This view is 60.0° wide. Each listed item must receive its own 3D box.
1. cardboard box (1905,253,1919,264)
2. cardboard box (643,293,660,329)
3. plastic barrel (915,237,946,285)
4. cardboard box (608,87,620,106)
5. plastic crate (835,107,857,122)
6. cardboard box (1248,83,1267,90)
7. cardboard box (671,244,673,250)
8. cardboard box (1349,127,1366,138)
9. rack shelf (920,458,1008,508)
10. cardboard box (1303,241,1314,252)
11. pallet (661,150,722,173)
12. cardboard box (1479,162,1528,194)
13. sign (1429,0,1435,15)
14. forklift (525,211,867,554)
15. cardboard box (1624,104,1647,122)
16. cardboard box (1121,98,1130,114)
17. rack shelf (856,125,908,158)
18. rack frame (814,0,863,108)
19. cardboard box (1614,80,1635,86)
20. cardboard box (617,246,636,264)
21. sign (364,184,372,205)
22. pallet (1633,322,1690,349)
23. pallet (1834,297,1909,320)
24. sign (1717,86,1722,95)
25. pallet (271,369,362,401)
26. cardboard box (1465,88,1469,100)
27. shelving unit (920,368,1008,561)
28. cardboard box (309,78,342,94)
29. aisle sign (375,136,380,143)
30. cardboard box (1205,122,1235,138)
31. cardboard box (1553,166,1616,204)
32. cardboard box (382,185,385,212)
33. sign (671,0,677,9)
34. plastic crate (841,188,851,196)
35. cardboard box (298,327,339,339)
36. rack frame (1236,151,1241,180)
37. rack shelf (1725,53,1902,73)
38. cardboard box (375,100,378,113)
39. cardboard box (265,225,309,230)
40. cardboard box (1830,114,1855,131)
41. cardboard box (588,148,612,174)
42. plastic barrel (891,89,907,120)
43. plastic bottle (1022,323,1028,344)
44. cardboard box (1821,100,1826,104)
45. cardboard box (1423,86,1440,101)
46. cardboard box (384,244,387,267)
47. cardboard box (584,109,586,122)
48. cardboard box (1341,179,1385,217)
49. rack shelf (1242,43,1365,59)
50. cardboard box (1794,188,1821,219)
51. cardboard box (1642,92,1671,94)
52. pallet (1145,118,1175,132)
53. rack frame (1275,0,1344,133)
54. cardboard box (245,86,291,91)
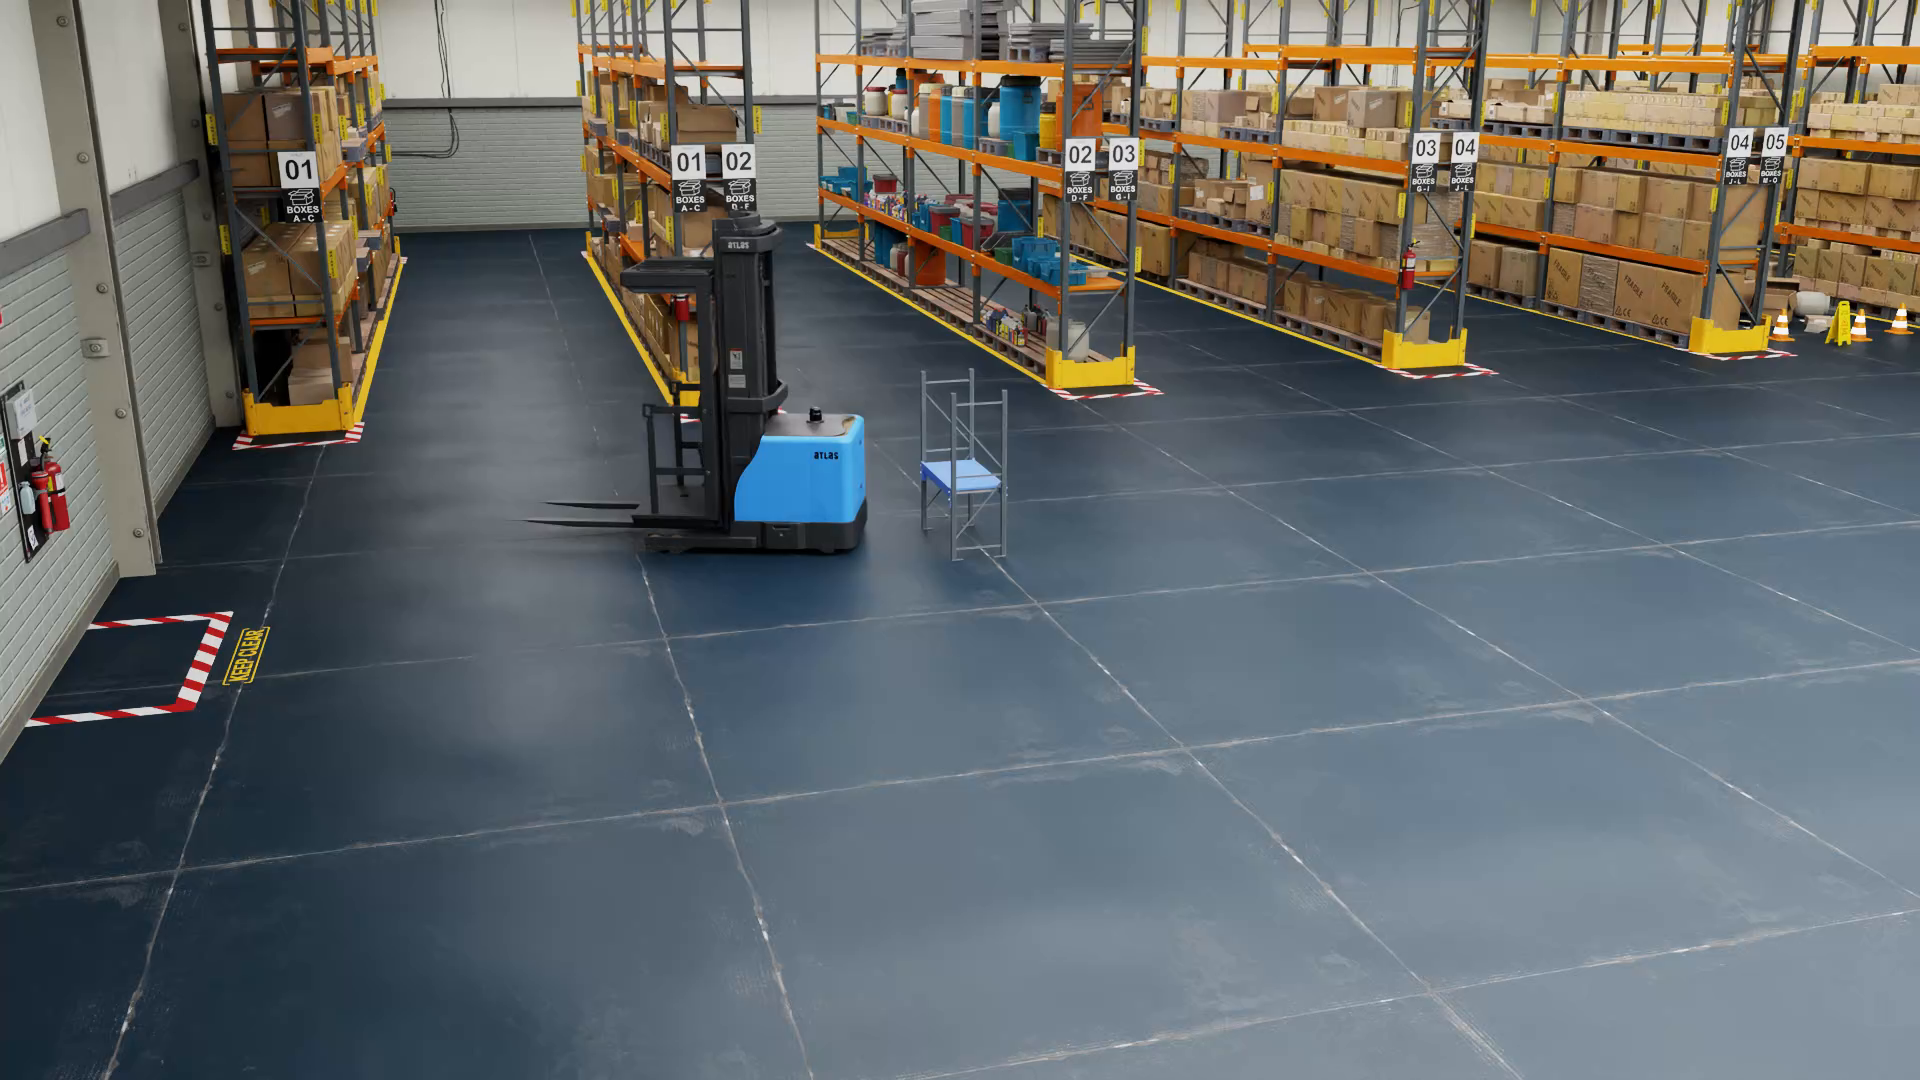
[{"bbox_3d":[15.449,-4.525,26.718,0.380,0.149,0.250,-4,17,-14],"label":"cardboard box"},{"bbox_3d":[-4.242,-3.305,23.784,0.500,0.500,0.500,-5,17,-15],"label":"cardboard box"},{"bbox_3d":[-0.555,-5.007,29.748,0.600,0.830,0.708,-5,17,-15],"label":"plastic barrel"},{"bbox_3d":[-5.830,-7.647,29.201,0.600,0.600,0.600,-5,18,-17],"label":"cardboard box"},{"bbox_3d":[-2.291,-8.667,33.880,0.437,0.282,0.530,-5,17,-15],"label":"plastic crate"},{"bbox_3d":[6.826,-10.368,38.035,0.380,0.149,0.250,-5,17,-16],"label":"cardboard box"},{"bbox_3d":[-3.541,-3.843,21.527,0.380,0.149,0.250,-4,17,-14],"label":"cardboard box"},{"bbox_3d":[5.830,-5.858,23.893,0.380,0.149,0.250,-6,18,-18],"label":"cardboard box"},{"bbox_3d":[0.023,-0.522,15.007,0.538,0.185,1.000,-5,17,-15],"label":"rack shelf"},{"bbox_3d":[5.486,-4.515,25.504,0.380,0.149,0.250,-5,17,-15],"label":"cardboard box"},{"bbox_3d":[-3.139,-4.700,20.622,1.003,0.211,1.213,-5,17,-15],"label":"pallet"},{"bbox_3d":[9.693,-6.446,29.584,0.700,0.500,0.500,-5,17,-16],"label":"cardboard box"},{"bbox_3d":[8.636,-9.780,30.405,0.100,0.325,0.005,-5,17,-15],"label":"sign"},{"bbox_3d":[-2.412,-1.432,14.923,3.031,2.935,1.130,1,17,4],"label":"forklift"},{"bbox_3d":[10.538,-6.541,25.436,0.500,0.250,0.500,-5,17,-15],"label":"cardboard box"},{"bbox_3d":[3.474,-8.494,32.524,0.500,0.311,0.500,-5,18,-17],"label":"cardboard box"},{"bbox_3d":[-0.954,-7.357,30.563,1.077,0.370,4.000,-5,17,-15],"label":"rack shelf"},{"bbox_3d":[-2.603,-10.797,35.553,1.000,3.000,0.127,-5,17,-15],"label":"rack frame"},{"bbox_3d":[16.340,-11.097,40.639,0.500,0.250,0.500,-5,17,-16],"label":"cardboard box"},{"bbox_3d":[-5.670,-4.949,28.788,0.500,0.250,0.500,-4,17,-13],"label":"cardboard box"},{"bbox_3d":[-9.411,-5.490,26.439,0.100,0.325,0.005,-5,17,-15],"label":"sign"},{"bbox_3d":[11.058,-3.134,25.316,1.003,0.211,1.213,-5,17,-15],"label":"pallet"},{"bbox_3d":[15.543,-3.924,27.945,1.003,0.211,1.213,-5,17,-15],"label":"pallet"},{"bbox_3d":[17.039,-10.026,37.299,0.100,0.325,0.005,-5,17,-15],"label":"sign"},{"bbox_3d":[-8.273,-1.965,21.425,1.003,0.211,1.213,-5,17,-15],"label":"pallet"},{"bbox_3d":[12.051,-10.324,38.443,0.500,0.311,0.500,-4,17,-14],"label":"cardboard box"},{"bbox_3d":[0.023,-0.695,14.956,0.538,1.500,1.048,-5,17,-15],"label":"shelving unit"},{"bbox_3d":[-10.747,-7.684,28.159,0.500,0.250,0.500,-5,18,-17],"label":"cardboard box"},{"bbox_3d":[-11.860,-8.430,33.580,0.394,0.787,0.004,-5,17,-15],"label":"aisle sign"},{"bbox_3d":[4.534,-7.034,28.500,0.500,0.250,0.500,-4,17,-14],"label":"cardboard box"},{"bbox_3d":[10.322,-5.845,27.357,0.875,0.550,0.550,-5,17,-15],"label":"cardboard box"},{"bbox_3d":[-11.358,-6.532,31.260,0.980,0.700,0.700,-5,17,-17],"label":"cardboard box"},{"bbox_3d":[-4.635,-8.762,26.879,0.100,0.325,0.005,-5,17,-15],"label":"sign"},{"bbox_3d":[-2.271,-7.178,34.287,0.293,0.136,0.466,-5,17,-15],"label":"plastic crate"},{"bbox_3d":[-8.507,-2.551,22.110,0.500,0.500,0.500,-6,18,-19],"label":"cardboard box"},{"bbox_3d":[6.956,-8.680,38.933,1.000,3.000,0.127,-5,17,-15],"label":"rack frame"},{"bbox_3d":[18.108,-10.170,35.411,1.077,0.370,4.000,-5,17,-15],"label":"rack shelf"},{"bbox_3d":[-11.240,-8.144,31.290,0.500,0.250,0.500,-5,17,-17],"label":"cardboard box"},{"bbox_3d":[-8.764,-3.829,21.705,0.500,0.500,0.500,-5,17,-16],"label":"cardboard box"},{"bbox_3d":[14.994,-7.002,27.876,0.500,0.250,0.500,-5,17,-16],"label":"cardboard box"},{"bbox_3d":[-7.214,-7.634,33.539,0.500,0.500,0.500,-4,17,-14],"label":"cardboard box"},{"bbox_3d":[-1.036,-7.893,30.131,0.433,0.535,0.433,0,17,0],"label":"plastic barrel"},{"bbox_3d":[0.927,-2.962,23.854,0.061,0.283,0.133,-5,17,-15],"label":"plastic bottle"},{"bbox_3d":[18.119,-9.128,34.777,0.380,0.149,0.250,-5,17,-15],"label":"cardboard box"},{"bbox_3d":[8.794,-8.410,31.314,0.396,0.266,0.258,-5,17,-15],"label":"cardboard box"},{"bbox_3d":[-11.136,-5.254,31.140,0.700,0.500,0.500,-4,17,-15],"label":"cardboard box"},{"bbox_3d":[-7.345,-8.597,33.702,0.500,0.250,0.500,-5,17,-15],"label":"cardboard box"},{"bbox_3d":[5.890,-4.968,24.147,0.500,0.500,0.500,-5,17,-15],"label":"cardboard box"},{"bbox_3d":[7.506,-10.654,36.332,1.077,0.370,4.000,-5,17,-15],"label":"rack shelf"},{"bbox_3d":[14.839,-5.827,28.743,0.500,0.500,0.500,-5,17,-15],"label":"cardboard box"},{"bbox_3d":[10.940,-6.952,26.112,0.380,0.149,0.250,-5,17,-15],"label":"cardboard box"},{"bbox_3d":[4.130,-7.623,30.528,1.213,0.211,1.003,-4,17,-13],"label":"pallet"},{"bbox_3d":[5.457,-7.870,25.807,1.000,3.000,0.127,-5,17,-15],"label":"rack frame"},{"bbox_3d":[-8.971,-5.637,21.640,0.500,0.500,0.500,-4,17,-14],"label":"cardboard box"}]
